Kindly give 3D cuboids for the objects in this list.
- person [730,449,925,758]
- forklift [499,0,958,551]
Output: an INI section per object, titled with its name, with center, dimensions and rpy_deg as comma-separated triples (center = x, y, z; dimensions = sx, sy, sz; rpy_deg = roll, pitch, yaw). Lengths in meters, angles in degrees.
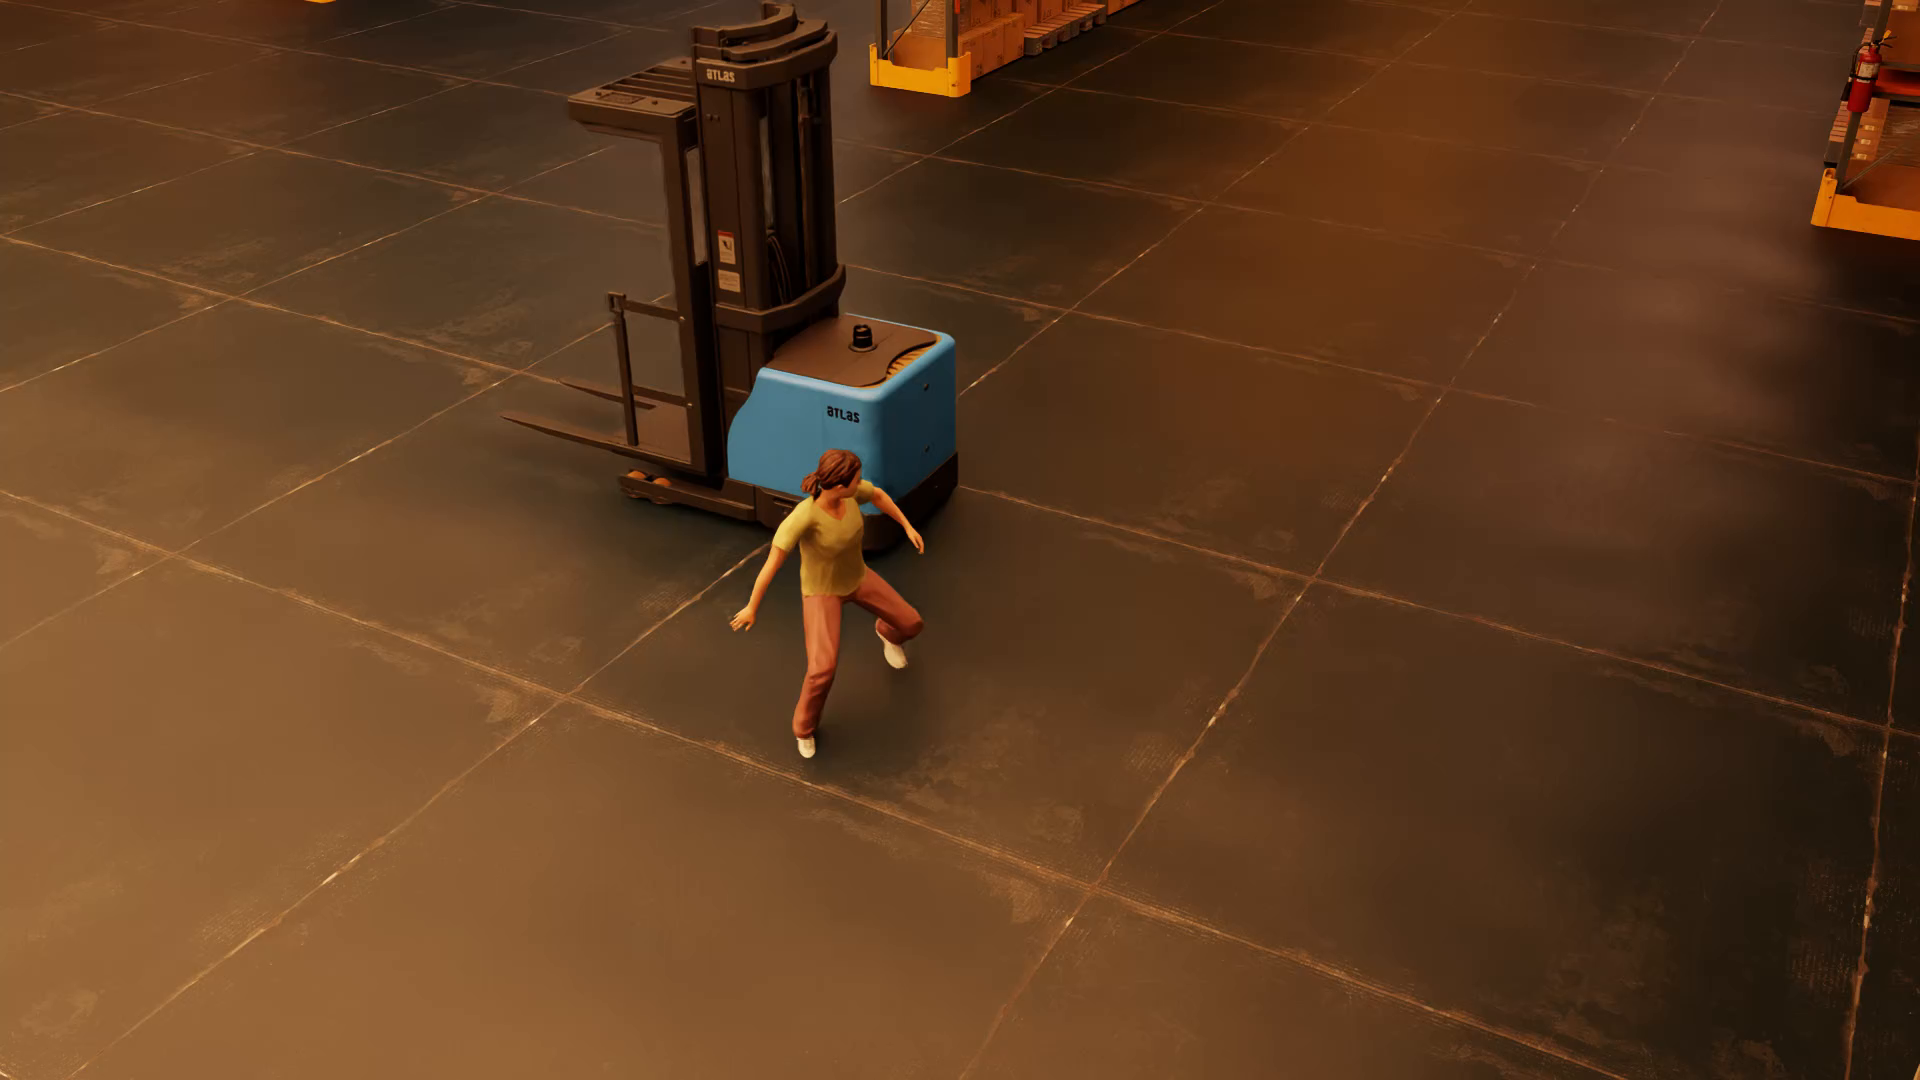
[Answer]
[person]
center = -0.616, 0.249, 8.110
dimensions = 1.071, 1.566, 0.507
rpy_deg = -25, 38, -36
[forklift]
center = -1.559, -1.706, 10.027
dimensions = 3.031, 2.935, 1.130
rpy_deg = 15, 33, 24
